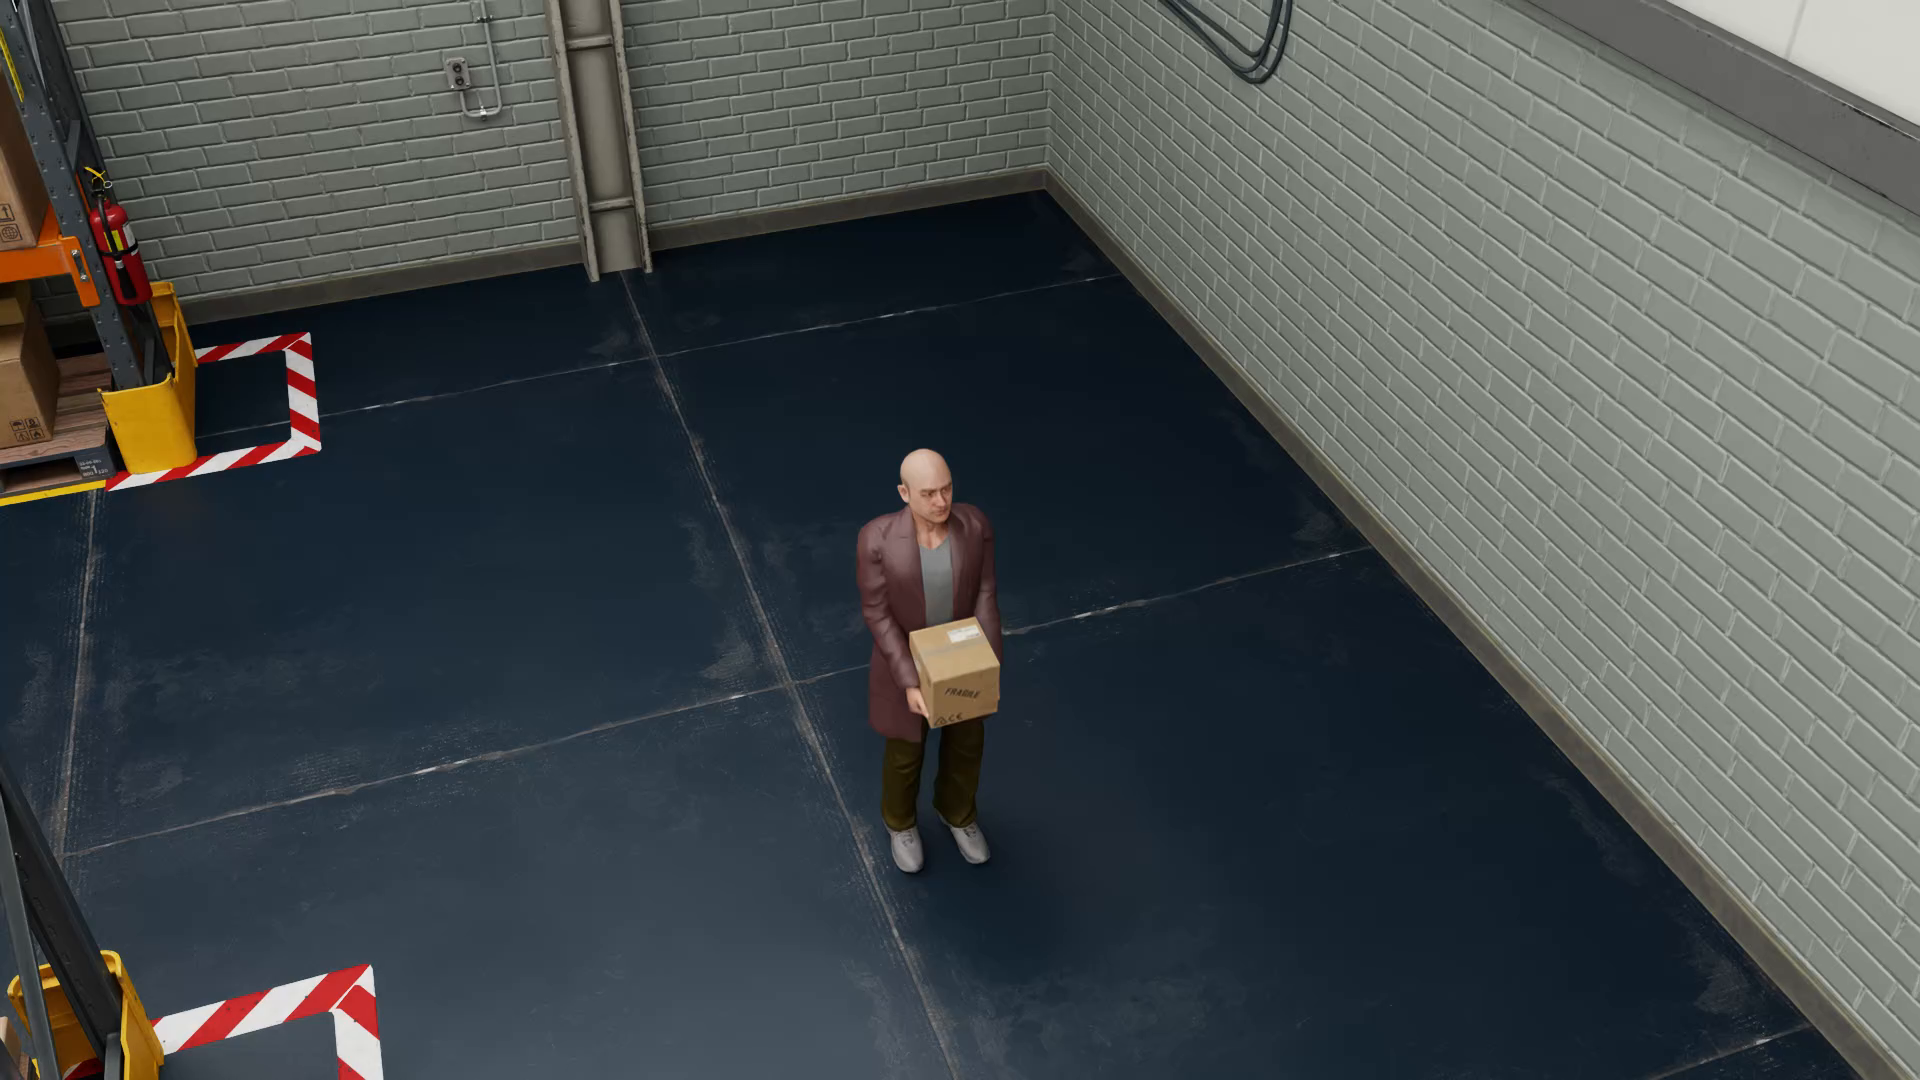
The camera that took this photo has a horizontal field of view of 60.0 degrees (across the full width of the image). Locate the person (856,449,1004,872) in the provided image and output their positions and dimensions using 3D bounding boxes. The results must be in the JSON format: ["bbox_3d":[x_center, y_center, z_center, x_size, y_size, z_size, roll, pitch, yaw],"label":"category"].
[{"bbox_3d":[-0.075,0.511,6.129,0.530,1.769,0.561,-12,39,-16],"label":"person"}]
